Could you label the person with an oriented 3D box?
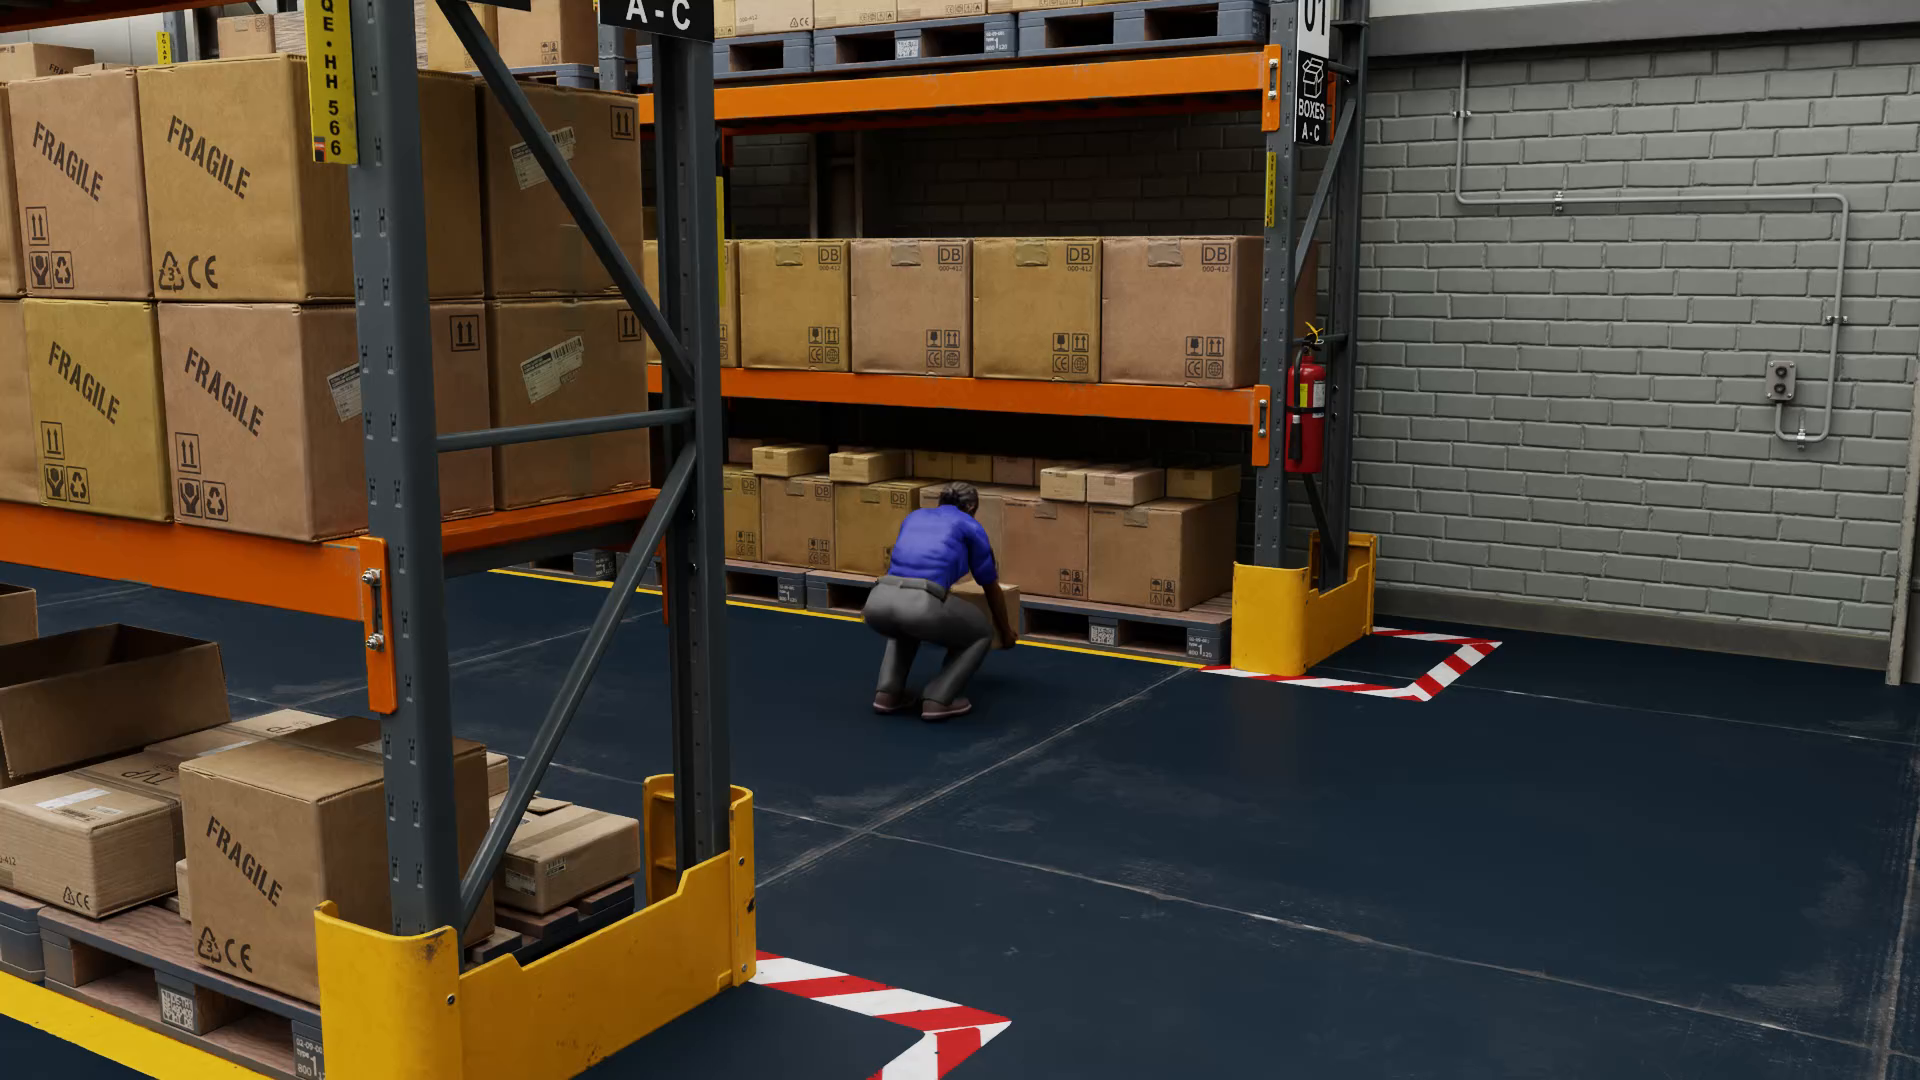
[{"bbox_3d":[-0.086,0.249,7.132,0.459,0.939,0.860,5,11,29],"label":"person"}]
